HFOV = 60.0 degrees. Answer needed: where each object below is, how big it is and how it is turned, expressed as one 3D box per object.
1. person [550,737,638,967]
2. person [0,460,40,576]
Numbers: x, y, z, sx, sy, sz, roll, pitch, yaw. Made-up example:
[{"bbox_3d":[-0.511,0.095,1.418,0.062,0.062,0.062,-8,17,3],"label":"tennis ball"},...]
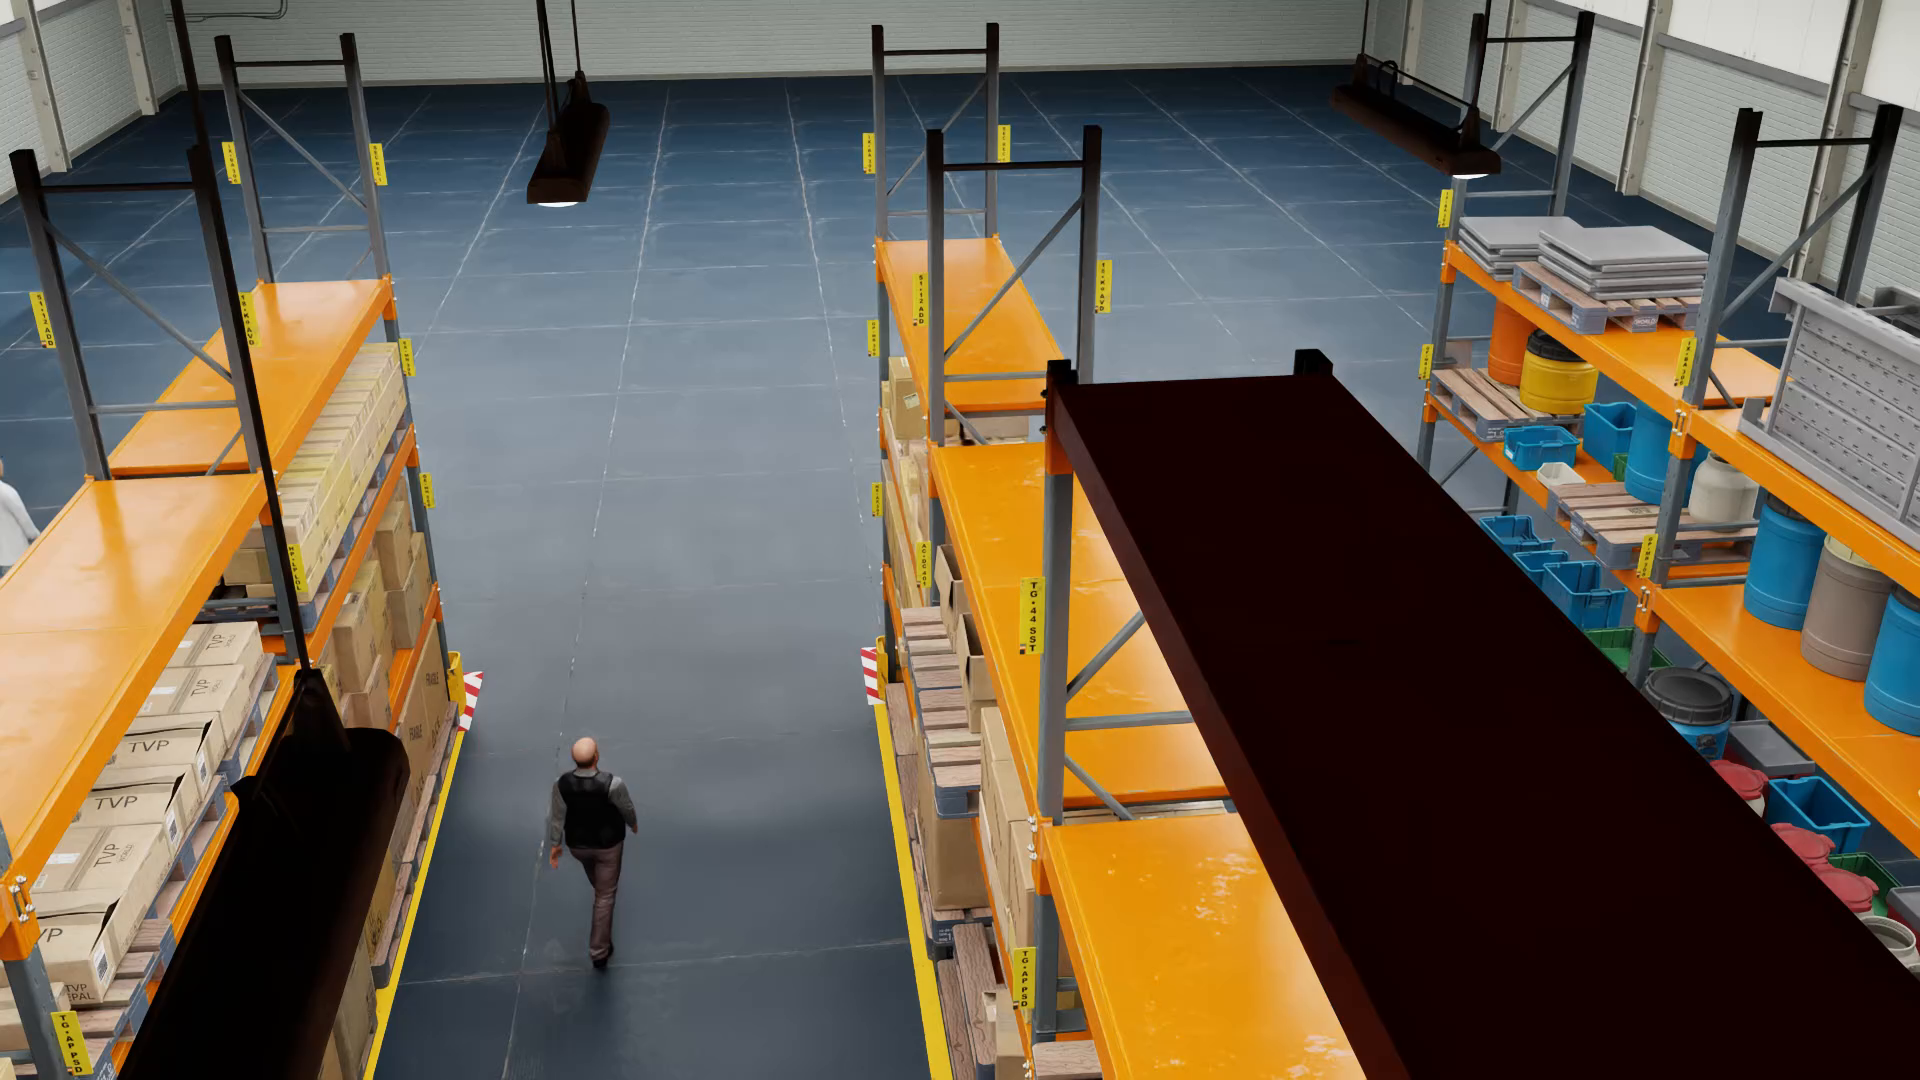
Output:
[{"bbox_3d":[-2.622,2.121,12.072,0.580,1.654,1.069,4,26,8],"label":"person"},{"bbox_3d":[-9.403,-0.049,16.527,0.621,1.744,0.940,9,27,18],"label":"person"}]
